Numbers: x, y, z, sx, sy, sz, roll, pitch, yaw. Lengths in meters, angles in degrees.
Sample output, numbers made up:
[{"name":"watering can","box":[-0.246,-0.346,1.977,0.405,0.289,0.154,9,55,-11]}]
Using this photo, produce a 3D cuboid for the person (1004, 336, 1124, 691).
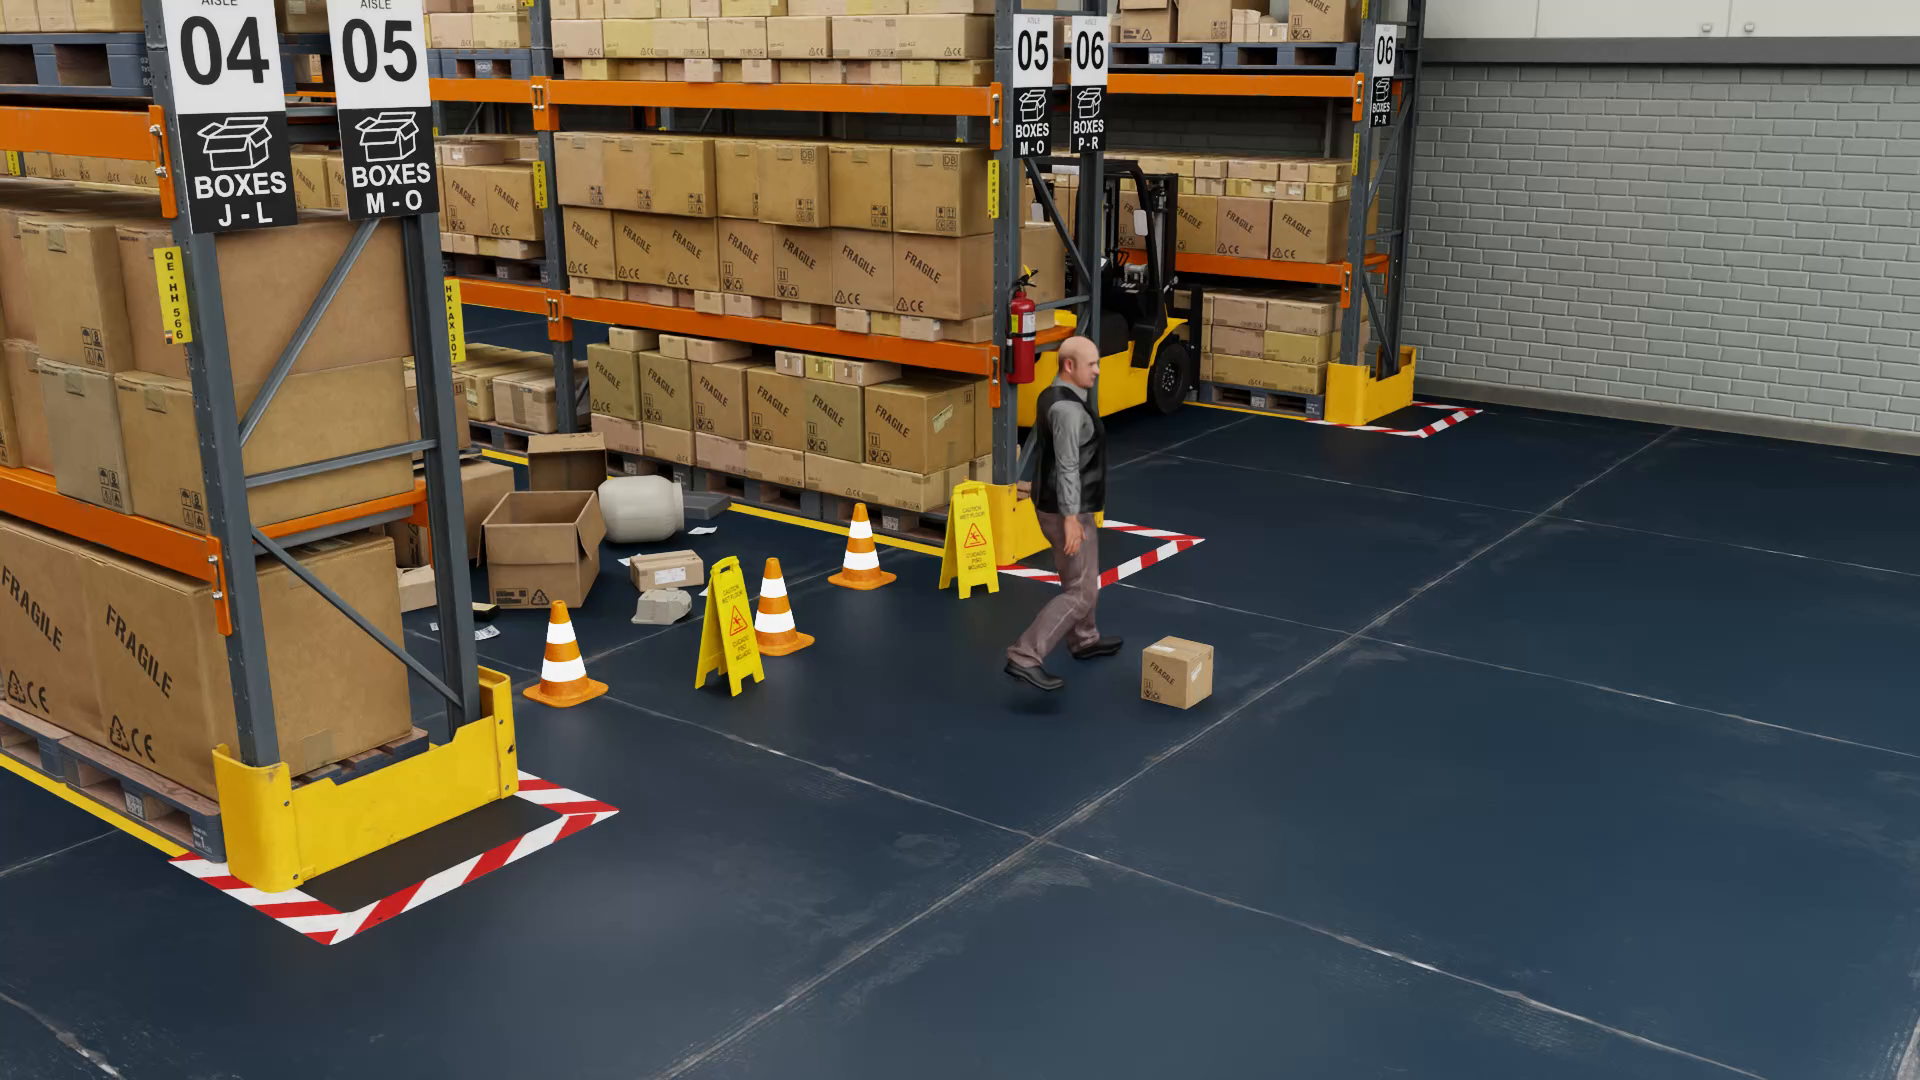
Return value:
[{"name":"person","box":[0.533,-0.135,8.073,0.699,1.710,0.749,-1,16,-5]}]
